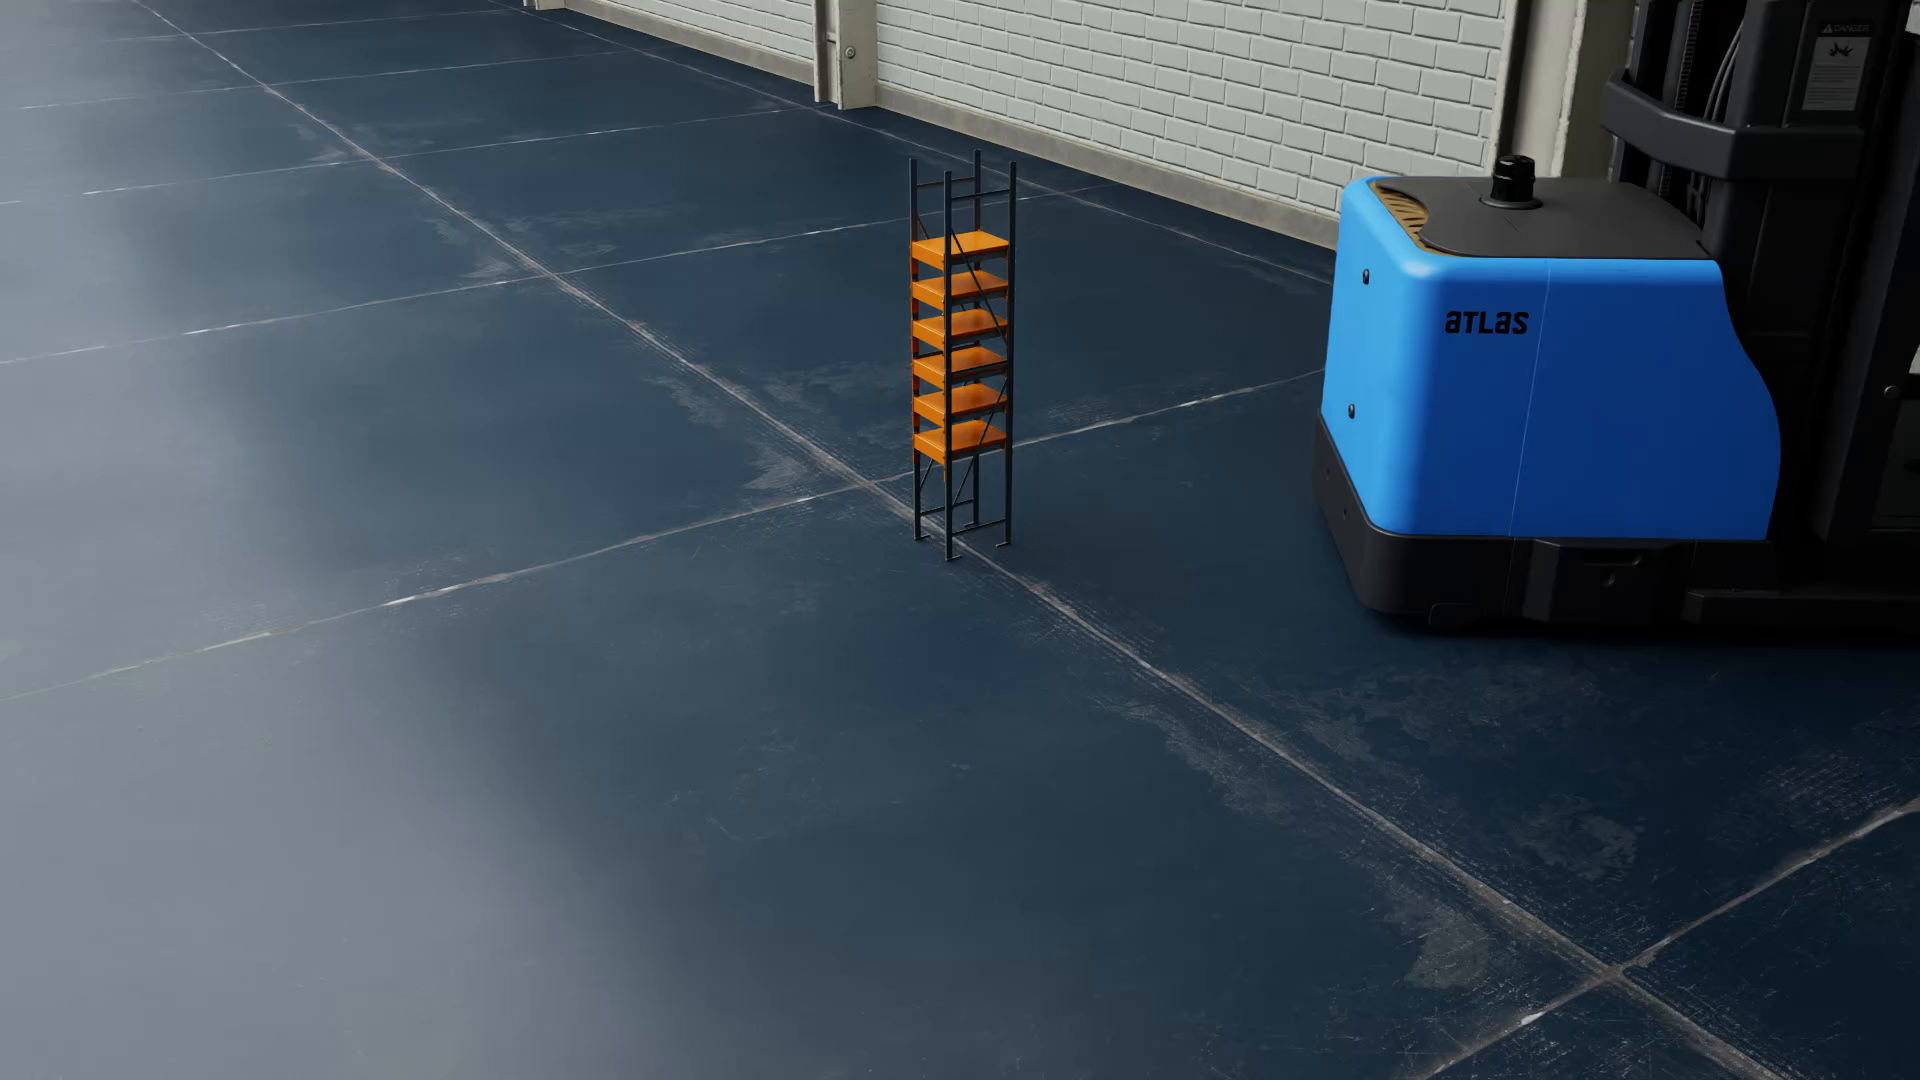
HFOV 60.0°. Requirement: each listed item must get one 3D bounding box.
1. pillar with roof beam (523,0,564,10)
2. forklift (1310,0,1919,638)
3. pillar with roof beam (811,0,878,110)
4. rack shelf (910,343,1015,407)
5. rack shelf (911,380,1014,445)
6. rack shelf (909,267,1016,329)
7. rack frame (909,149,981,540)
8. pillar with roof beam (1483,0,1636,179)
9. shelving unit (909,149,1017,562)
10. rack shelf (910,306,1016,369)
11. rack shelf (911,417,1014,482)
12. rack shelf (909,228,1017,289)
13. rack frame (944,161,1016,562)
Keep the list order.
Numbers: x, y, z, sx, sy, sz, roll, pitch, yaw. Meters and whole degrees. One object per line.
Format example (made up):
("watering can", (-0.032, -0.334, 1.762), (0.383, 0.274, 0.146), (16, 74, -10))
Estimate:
("pillar with roof beam", (-7.689, -8.324, 12.342), (9.100, 9.000, 0.400), (-16, 29, -30))
("forklift", (2.659, -1.254, 4.474), (3.031, 2.935, 1.130), (1, 25, 2))
("pillar with roof beam", (-4.413, -6.178, 7.796), (9.100, 9.000, 0.400), (-16, 29, -30))
("rack shelf", (0.008, -0.497, 5.002), (0.258, 0.103, 0.180), (-16, 29, -30))
("rack shelf", (0.008, -0.389, 5.053), (0.258, 0.103, 0.180), (-16, 29, -30))
("rack shelf", (0.008, -0.714, 4.899), (0.258, 0.103, 0.180), (-16, 29, -30))
("rack frame", (-0.042, -0.570, 5.052), (0.240, 1.200, 0.006), (-16, 29, -30))
("pillar with roof beam", (-1.138, -4.032, 3.250), (9.100, 9.000, 0.400), (-16, 29, -30))
("shelving unit", (0.008, -0.537, 4.983), (0.258, 1.200, 0.189), (-16, 29, -30))
("rack shelf", (0.008, -0.606, 4.951), (0.258, 0.103, 0.180), (-16, 29, -30))
("rack shelf", (0.008, -0.280, 5.104), (0.258, 0.103, 0.180), (-16, 29, -30))
("rack shelf", (0.008, -0.823, 4.848), (0.258, 0.103, 0.180), (-16, 29, -30))
("rack frame", (0.058, -0.505, 4.914), (0.240, 1.200, 0.006), (-16, 29, -30))
